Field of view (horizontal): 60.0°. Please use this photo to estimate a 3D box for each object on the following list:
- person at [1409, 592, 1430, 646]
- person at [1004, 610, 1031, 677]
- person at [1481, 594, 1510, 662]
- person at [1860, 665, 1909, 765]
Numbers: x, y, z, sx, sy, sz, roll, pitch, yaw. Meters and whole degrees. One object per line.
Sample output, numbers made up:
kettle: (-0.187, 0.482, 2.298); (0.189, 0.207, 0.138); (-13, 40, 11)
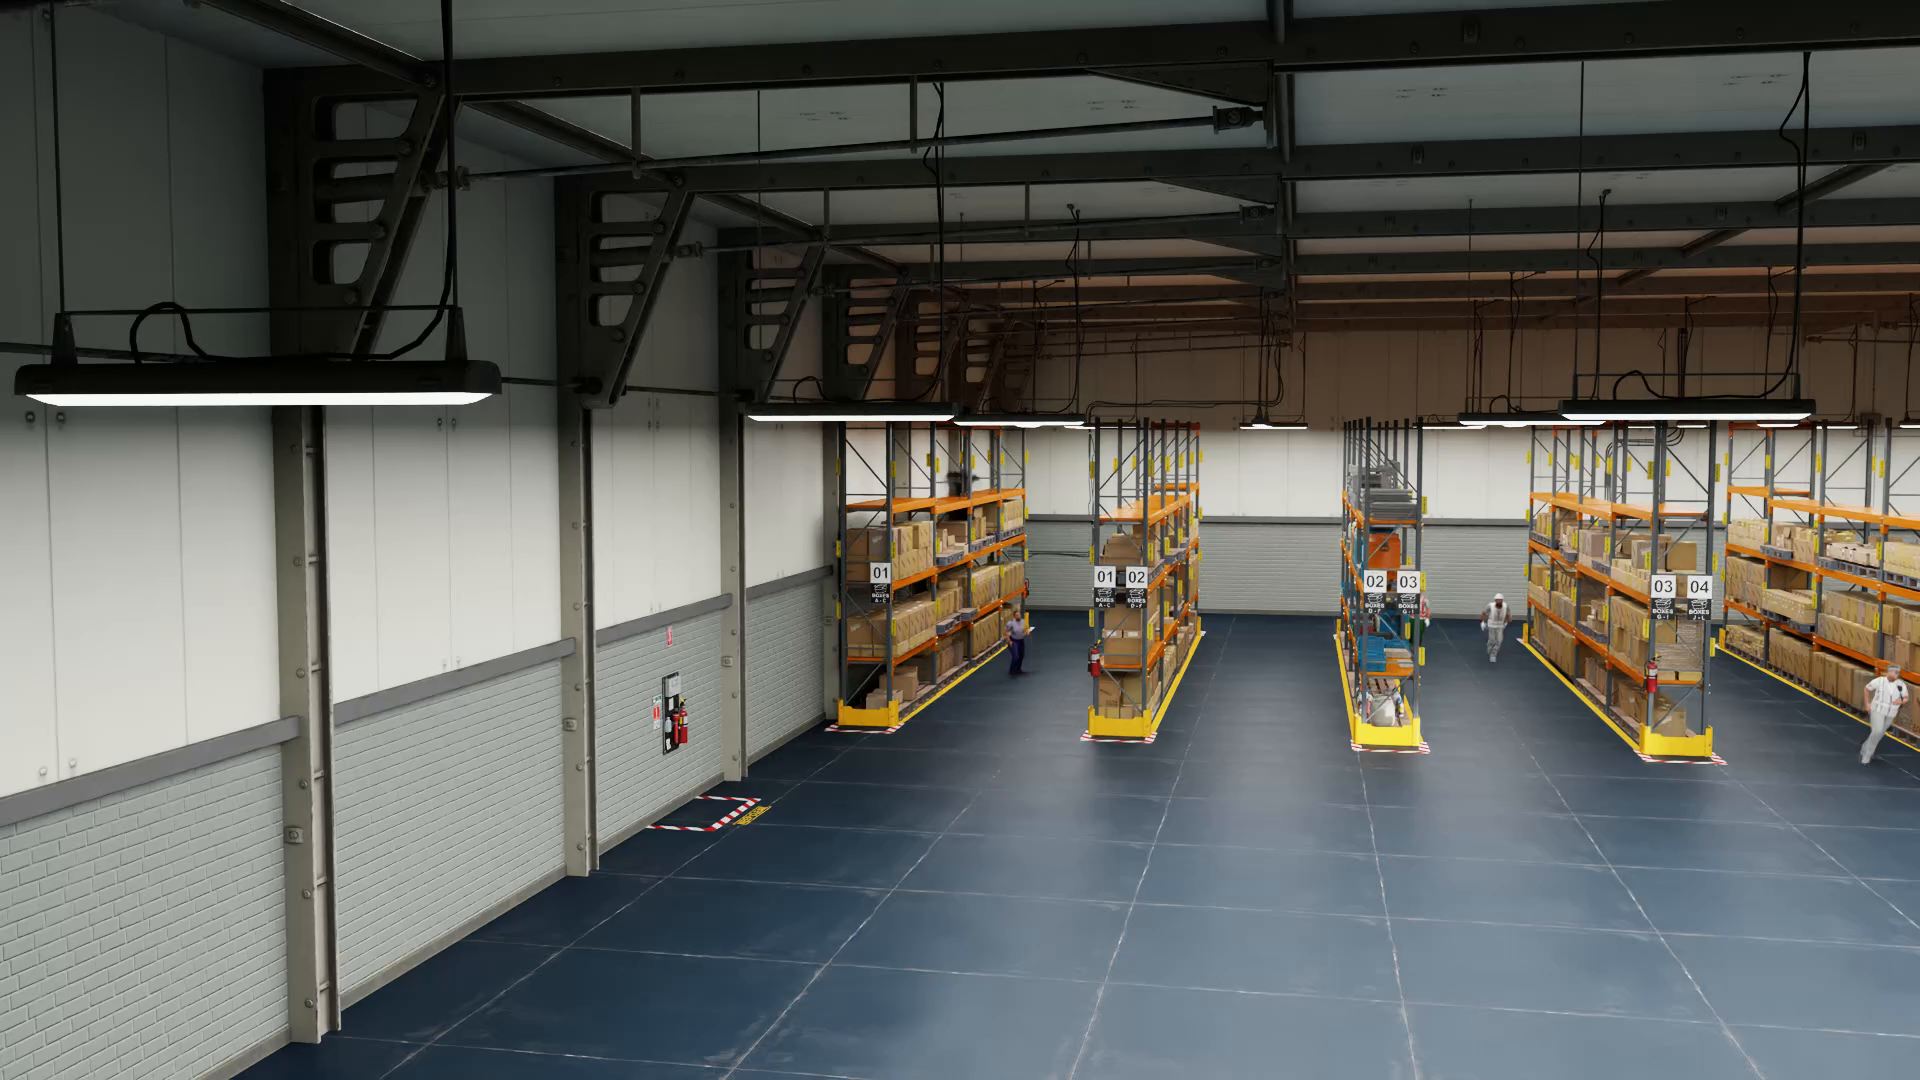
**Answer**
person: (11.829, 2.046, 43.113); (0.770, 1.749, 0.580); (2, 4, 29)
person: (1.374, 2.425, 39.095); (0.663, 1.592, 0.754); (-3, 5, -35)
person: (13.389, 2.176, 41.551); (0.667, 1.709, 0.701); (0, 4, -5)
person: (15.970, 2.995, 28.889); (0.839, 1.728, 0.748); (0, 4, 2)
